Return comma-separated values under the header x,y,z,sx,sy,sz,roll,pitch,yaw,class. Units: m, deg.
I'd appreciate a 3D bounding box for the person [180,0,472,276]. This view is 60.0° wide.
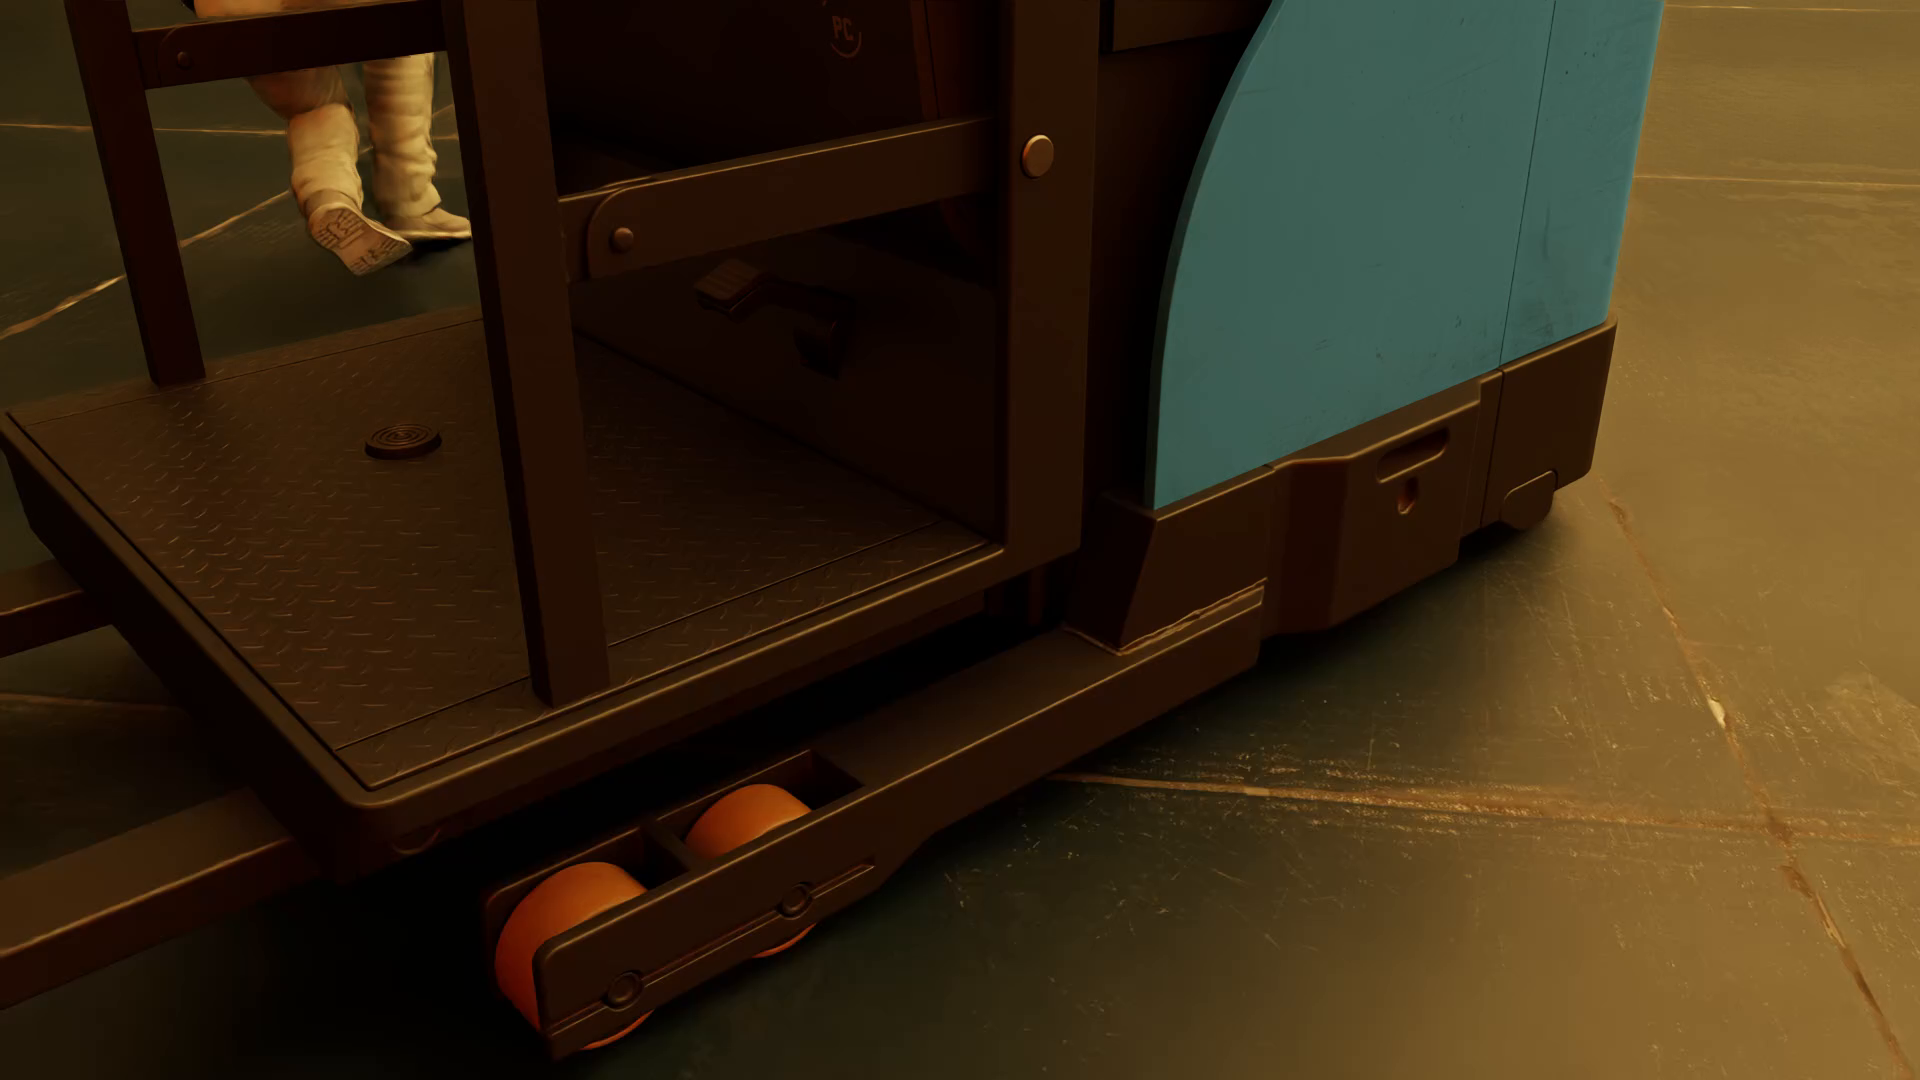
x,y,z,sx,sy,sz,roll,pitch,yaw,class
-1.243,-1.299,3.568,0.738,1.401,1.027,0,27,1,person

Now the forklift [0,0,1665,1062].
x,y,z,sx,sy,sz,roll,pitch,yaw,class
-0.461,-1.103,1.428,3.031,2.935,1.130,-21,34,-36,forklift
